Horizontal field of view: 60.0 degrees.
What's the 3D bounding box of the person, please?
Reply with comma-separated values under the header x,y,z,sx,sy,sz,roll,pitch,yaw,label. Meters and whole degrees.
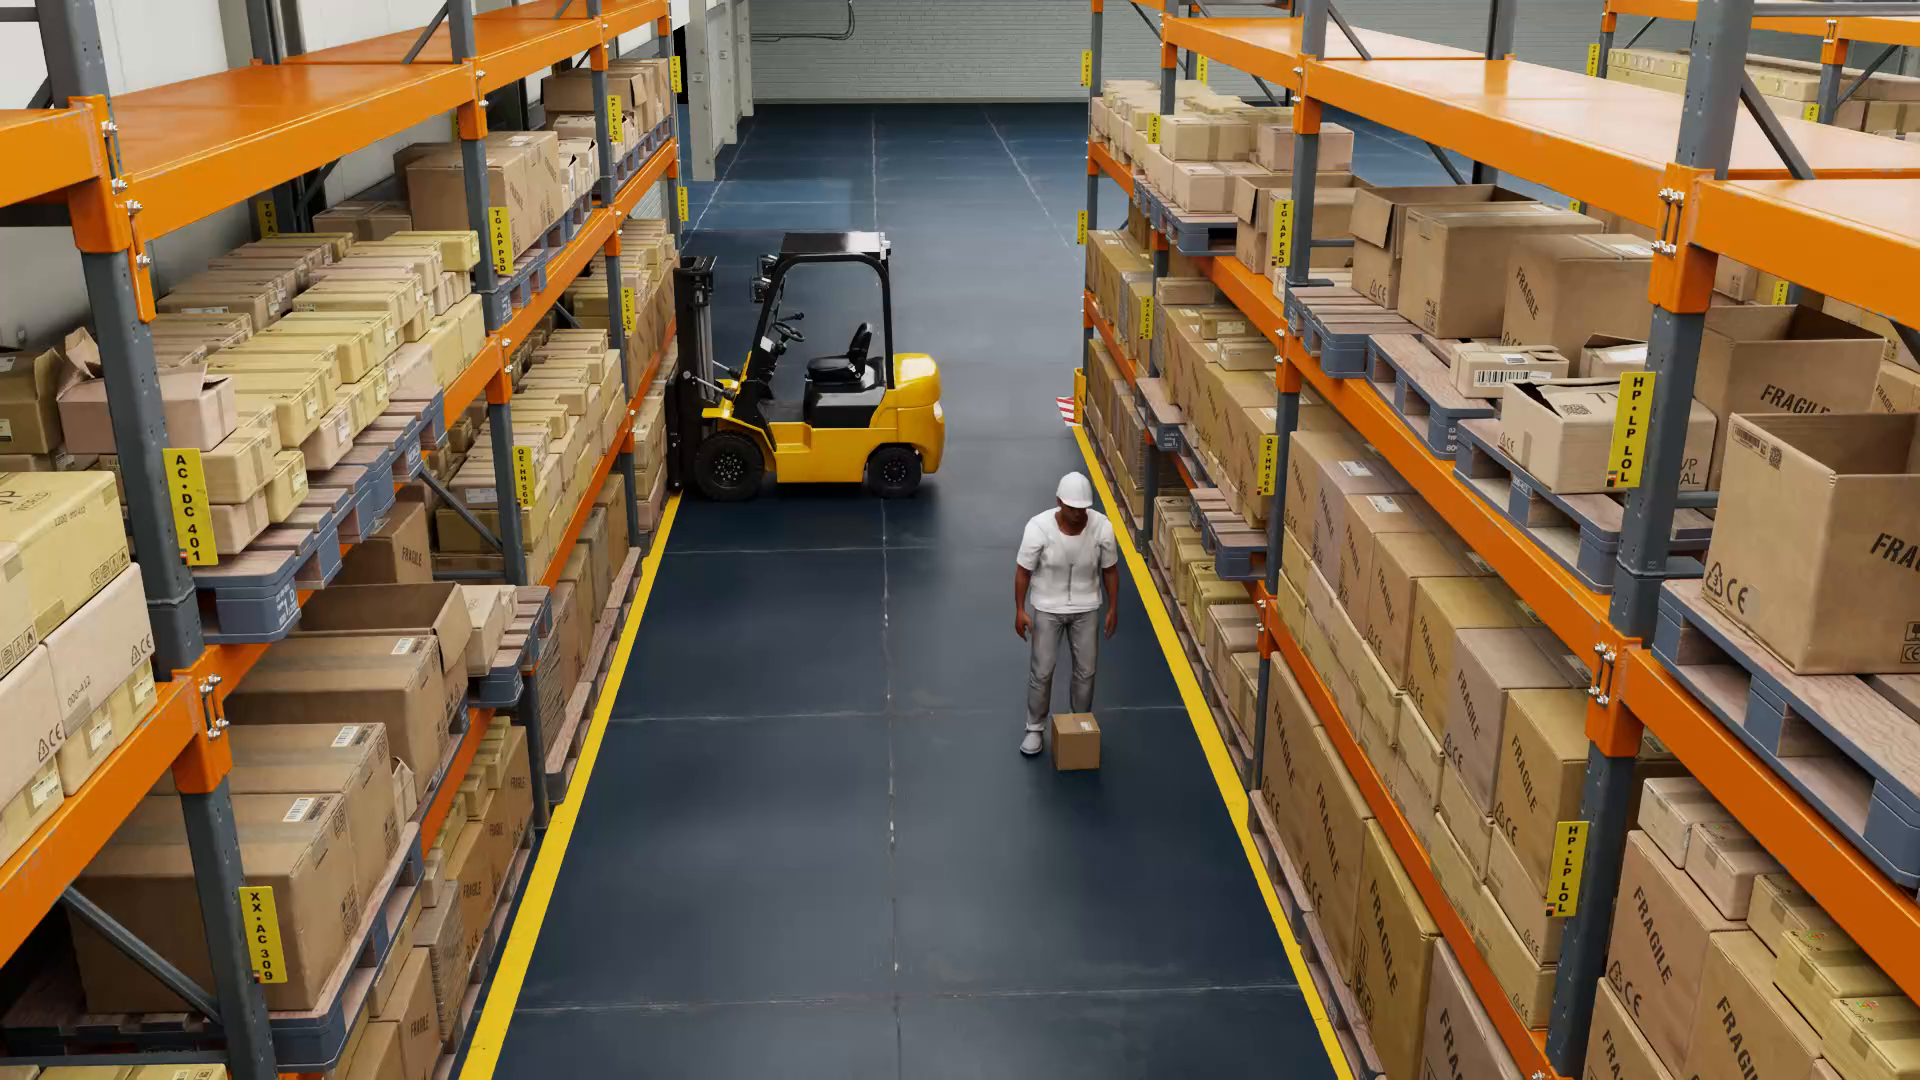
x,y,z,sx,sy,sz,roll,pitch,yaw,label
0.637,0.423,9.904,0.626,1.761,0.459,-2,20,-5,person
